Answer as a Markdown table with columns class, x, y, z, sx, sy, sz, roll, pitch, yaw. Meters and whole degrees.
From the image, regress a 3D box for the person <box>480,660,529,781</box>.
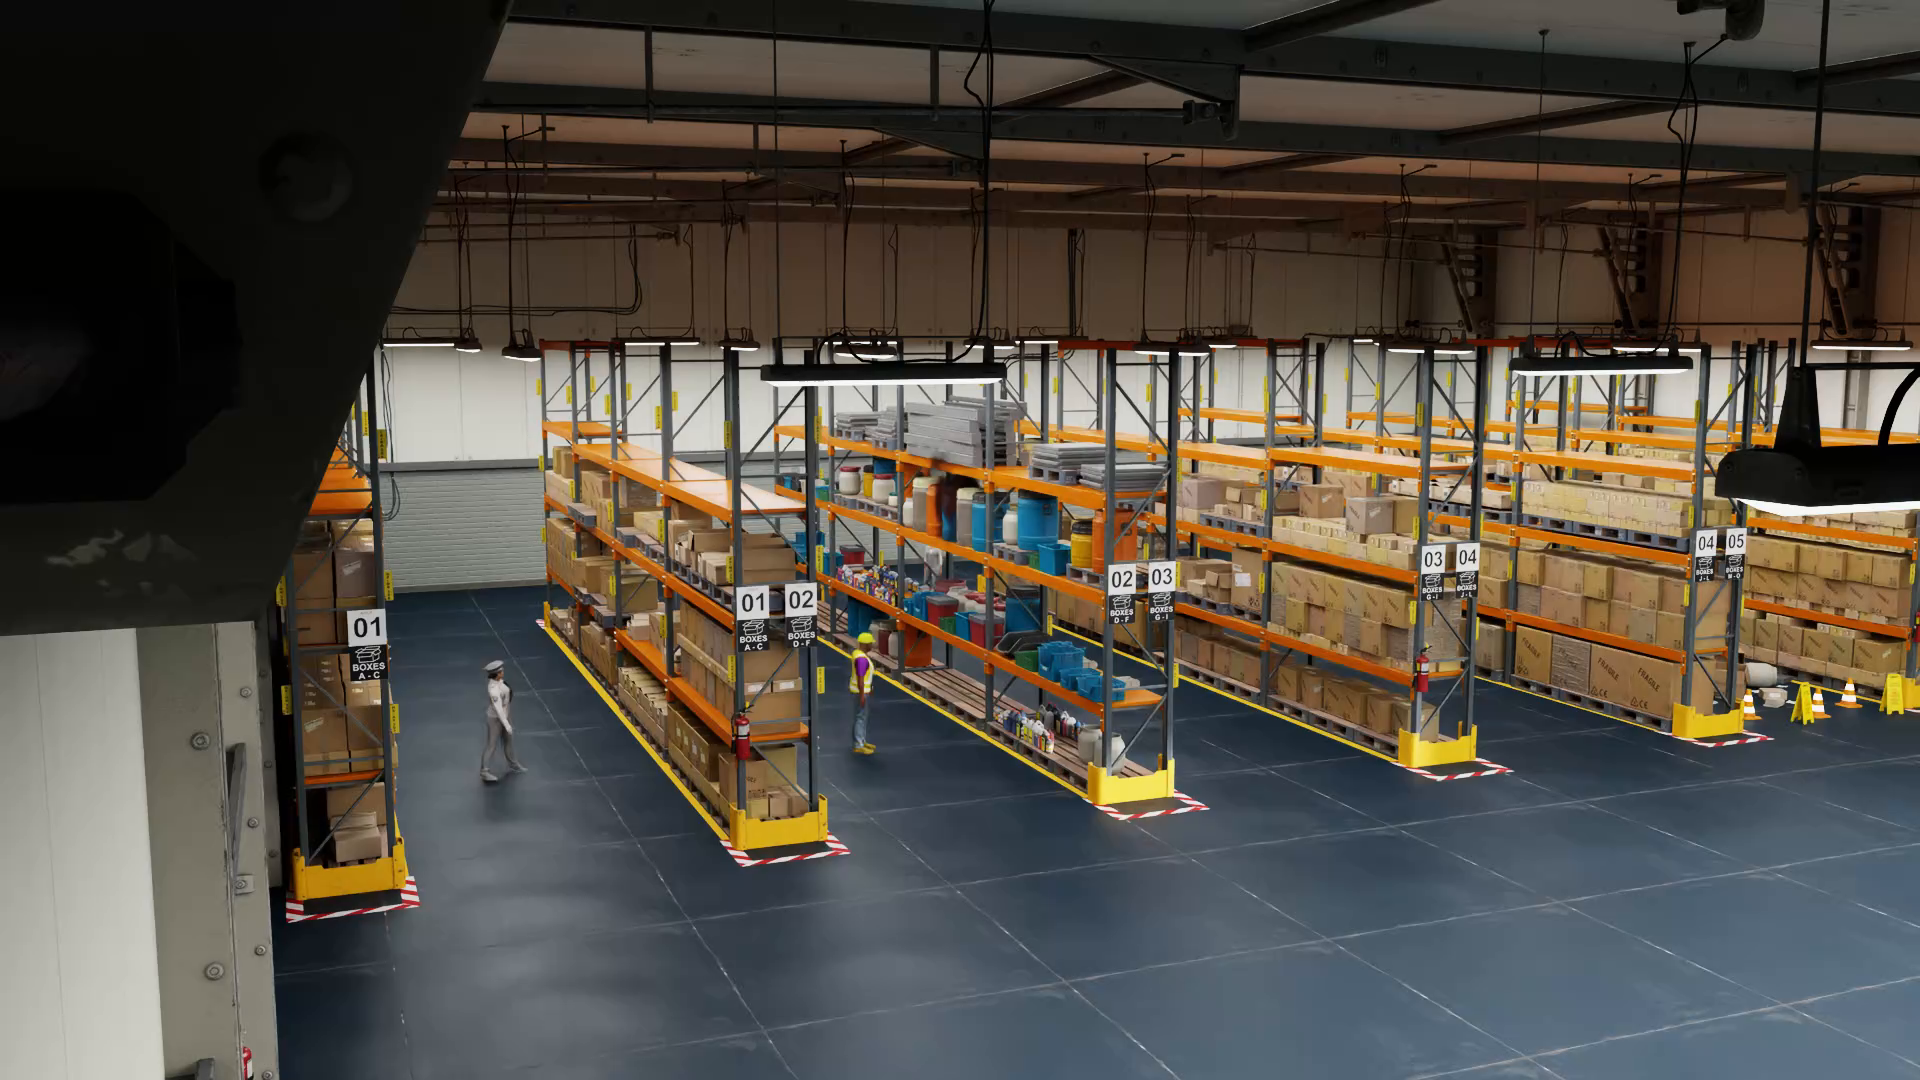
| class | x | y | z | sx | sy | sz | roll | pitch | yaw |
| --- | --- | --- | --- | --- | --- | --- | --- | --- | --- |
| person | -6.407 | 2.496 | 23.237 | 0.565 | 1.700 | 0.644 | 0 | 7 | -1 |

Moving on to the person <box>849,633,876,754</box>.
| class | x | y | z | sx | sy | sz | roll | pitch | yaw |
| --- | --- | --- | --- | --- | --- | --- | --- | --- | --- |
| person | -1.428 | 2.237 | 24.445 | 0.414 | 1.783 | 0.599 | -1 | 7 | -6 |

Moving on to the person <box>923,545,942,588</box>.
| class | x | y | z | sx | sy | sz | roll | pitch | yaw |
| --- | --- | --- | --- | --- | --- | --- | --- | --- | --- |
| person | -0.596 | 0.663 | 37.575 | 0.423 | 1.595 | 0.482 | 5 | 9 | 33 |
